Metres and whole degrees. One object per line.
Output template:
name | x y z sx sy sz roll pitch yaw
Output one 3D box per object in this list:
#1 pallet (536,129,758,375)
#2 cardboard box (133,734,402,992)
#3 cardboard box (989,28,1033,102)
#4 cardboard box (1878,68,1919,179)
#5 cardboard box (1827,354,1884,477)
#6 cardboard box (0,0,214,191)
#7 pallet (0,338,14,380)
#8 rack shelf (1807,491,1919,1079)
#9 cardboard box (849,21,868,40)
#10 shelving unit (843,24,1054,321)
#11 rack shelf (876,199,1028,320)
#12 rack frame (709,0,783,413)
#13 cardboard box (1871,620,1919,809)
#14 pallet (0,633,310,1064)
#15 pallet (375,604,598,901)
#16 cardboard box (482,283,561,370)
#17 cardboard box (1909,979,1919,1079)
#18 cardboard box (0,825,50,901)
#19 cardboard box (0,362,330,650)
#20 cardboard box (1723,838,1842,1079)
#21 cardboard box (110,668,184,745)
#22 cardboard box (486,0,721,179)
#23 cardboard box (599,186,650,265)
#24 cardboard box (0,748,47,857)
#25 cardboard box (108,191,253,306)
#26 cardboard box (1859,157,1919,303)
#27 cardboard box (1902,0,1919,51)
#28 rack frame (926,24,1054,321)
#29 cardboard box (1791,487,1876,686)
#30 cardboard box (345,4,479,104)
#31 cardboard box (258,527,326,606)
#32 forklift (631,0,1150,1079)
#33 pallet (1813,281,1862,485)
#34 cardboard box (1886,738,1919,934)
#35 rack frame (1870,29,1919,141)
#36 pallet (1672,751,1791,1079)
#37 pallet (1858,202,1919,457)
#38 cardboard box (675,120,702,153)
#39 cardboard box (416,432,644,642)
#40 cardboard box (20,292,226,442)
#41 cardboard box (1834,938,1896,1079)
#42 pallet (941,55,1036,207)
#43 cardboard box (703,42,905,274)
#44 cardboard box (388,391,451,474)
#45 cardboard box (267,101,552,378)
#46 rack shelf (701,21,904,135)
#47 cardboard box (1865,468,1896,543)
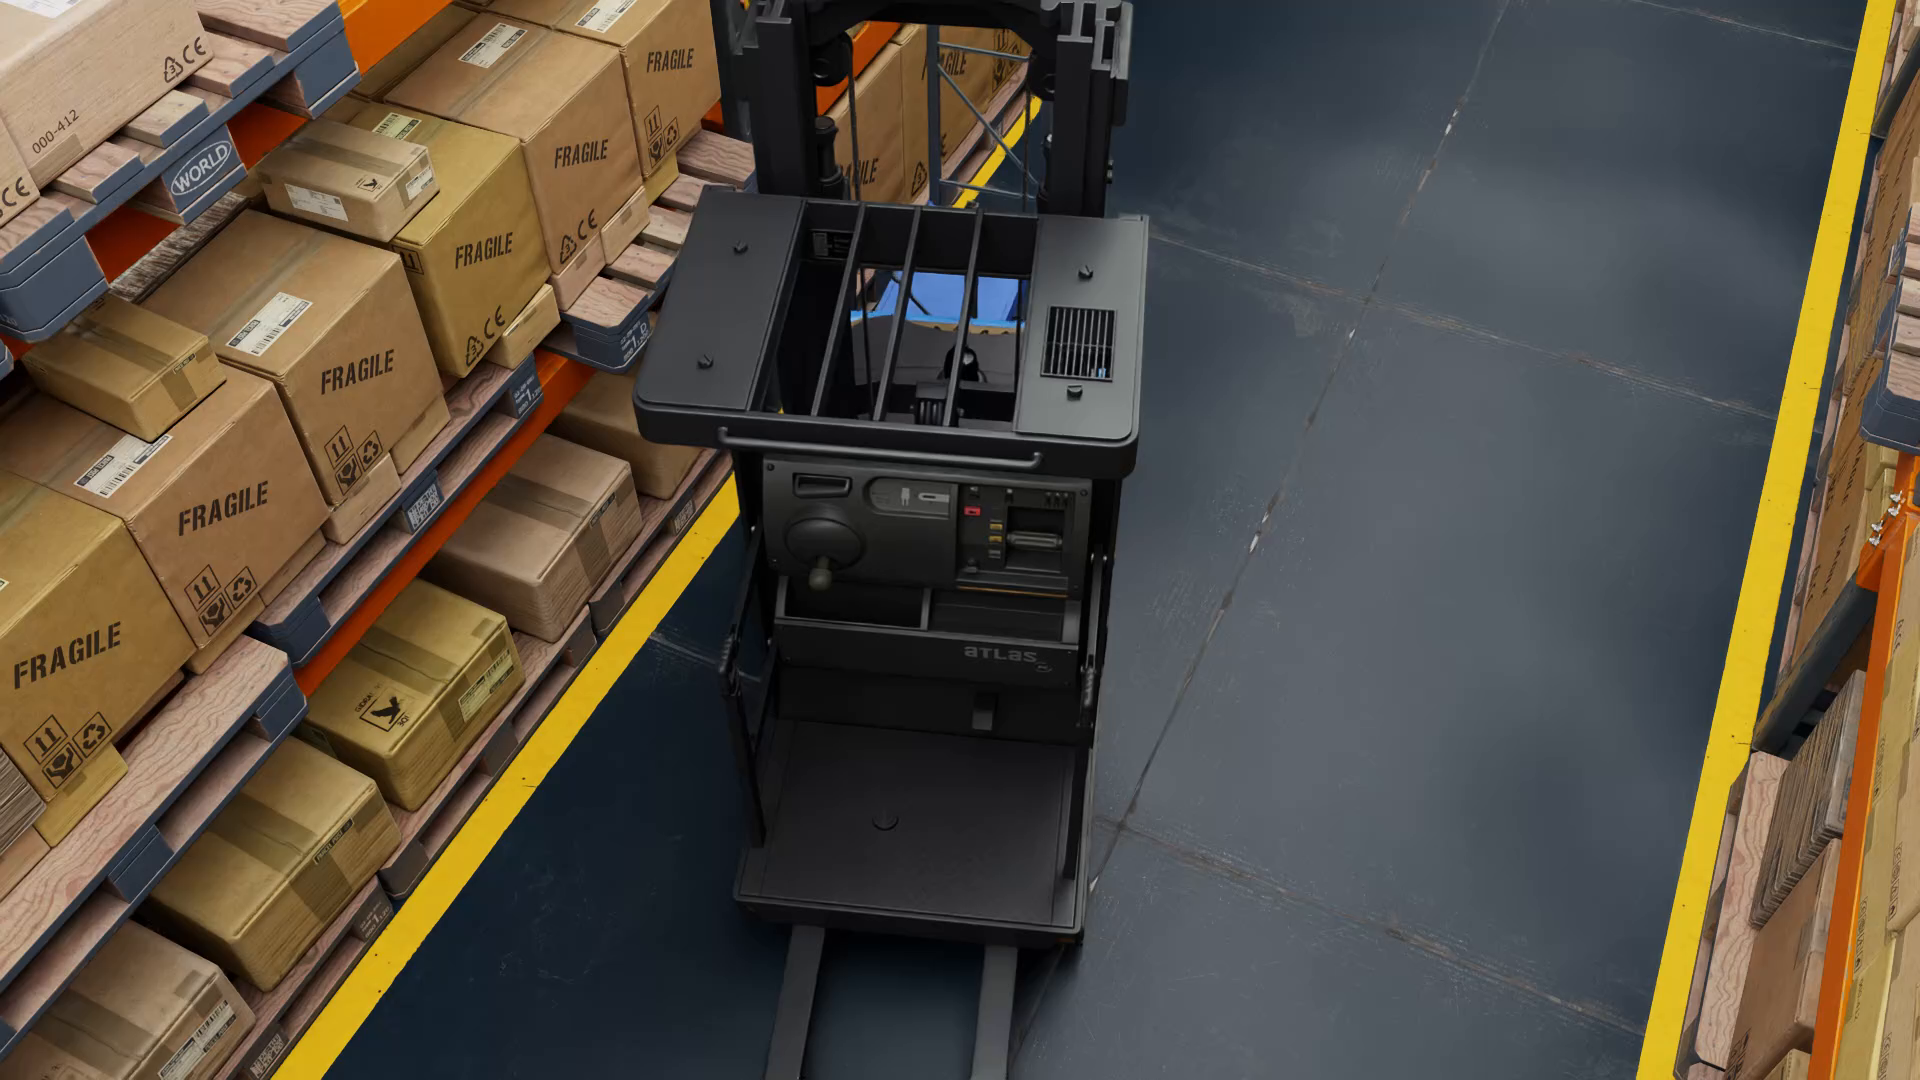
pallet | -1.404 -1.126 5.680 1.213 0.211 1.003 20 52 16
cardboard box | -2.379 0.898 5.281 0.950 0.372 0.625 23 53 18
cardboard box | -0.058 -2.838 8.130 0.875 0.875 0.875 21 53 17
cardboard box | 4.593 -1.922 7.596 0.500 0.500 0.500 22 53 18
cardboard box | 3.725 -0.491 6.379 0.500 0.500 0.500 22 53 18
cardboard box | -1.881 -0.994 3.295 0.500 0.250 0.500 19 52 16
pallet | -2.544 -0.261 2.971 1.213 0.211 1.003 20 52 16
rack shelf | 2.439 1.509 3.784 1.077 0.370 4.000 20 52 16
cardboard box | -0.556 -2.280 6.634 0.500 0.250 0.500 18 52 15
shelving unit | -0.031 -1.055 6.478 0.538 1.500 1.048 13 51 11
rack shelf | -0.031 -0.938 6.615 0.538 0.185 1.000 13 51 11
rack frame | -1.196 -1.714 6.054 1.000 3.000 0.127 20 52 16
cardboard box | 2.664 0.518 4.253 0.500 0.250 0.500 19 52 15
pallet | -2.446 0.624 4.191 1.003 0.211 1.213 20 52 16
pallet | -2.053 0.565 5.946 1.003 0.211 1.213 20 52 16
cardboard box | -1.459 -0.705 5.085 0.380 0.149 0.250 21 53 17
cardboard box | 2.093 1.006 3.248 0.380 0.149 0.250 19 52 15
cardboard box | -2.383 0.708 3.882 0.380 0.149 0.250 21 53 17
cardboard box | -2.008 -0.135 4.174 0.500 0.500 0.500 20 52 16
cardboard box | 2.743 1.410 4.680 0.875 0.625 0.625 21 53 17
cardboard box | -2.216 0.319 4.213 0.380 0.149 0.250 23 53 18
cardboard box | -1.138 -1.575 5.399 0.500 0.500 0.500 18 52 15
cardboard box | -1.239 -1.070 5.395 0.380 0.149 0.250 19 52 16
cardboard box | -2.445 0.546 3.594 0.500 0.500 0.500 21 53 17
cardboard box | -2.255 -0.673 4.632 0.500 0.500 0.500 18 52 15
cardboard box | 4.157 -1.210 6.991 0.500 0.500 0.500 18 52 15
cardboard box | 4.975 -2.547 8.359 0.380 0.149 0.250 18 52 15
rack frame | 0.116 -1.425 6.793 0.500 1.500 0.032 13 51 11
cardboard box | 3.280 0.212 5.781 0.500 0.500 0.500 21 53 17
cardboard box | -1.813 -1.383 5.236 0.500 0.500 0.500 22 53 18
cardboard box | -1.961 -0.014 4.497 0.380 0.149 0.250 20 53 16
forklift | -0.119 0.079 4.573 1.130 2.935 3.031 5 50 4
pallet | 4.170 -0.536 6.883 1.003 0.211 1.213 20 52 16
cardboard box | 2.429 0.710 3.761 0.500 0.250 0.500 19 52 15
rack frame | 5.003 -2.856 7.026 1.000 3.000 0.127 20 52 16
pallet | 2.907 1.357 5.272 1.003 0.211 1.213 20 52 16
pallet | 3.520 -0.529 5.171 1.213 0.211 1.003 20 52 16
cardboard box | -1.123 -1.466 5.732 0.380 0.149 0.250 22 53 17
cardboard box | -1.754 -0.102 6.132 0.950 0.372 0.625 19 52 15
cardboard box | -2.013 -0.425 3.994 0.380 0.149 0.250 23 53 18
cardboard box | 2.227 1.232 3.646 0.500 0.250 0.500 21 53 17
pallet | -0.268 -2.166 8.269 1.003 0.211 1.213 20 52 16
cardboard box | -0.825 -1.610 7.085 0.875 0.875 0.875 19 52 16
cardboard box | -1.713 -0.373 4.803 0.380 0.149 0.250 18 52 15
cardboard box | -1.564 -0.868 4.797 0.500 0.500 0.500 17 52 14
rack shelf | -0.341 -2.858 7.500 1.077 0.370 4.000 20 52 16
cardboard box | 3.276 -0.060 5.586 0.380 0.149 0.250 17 52 14
